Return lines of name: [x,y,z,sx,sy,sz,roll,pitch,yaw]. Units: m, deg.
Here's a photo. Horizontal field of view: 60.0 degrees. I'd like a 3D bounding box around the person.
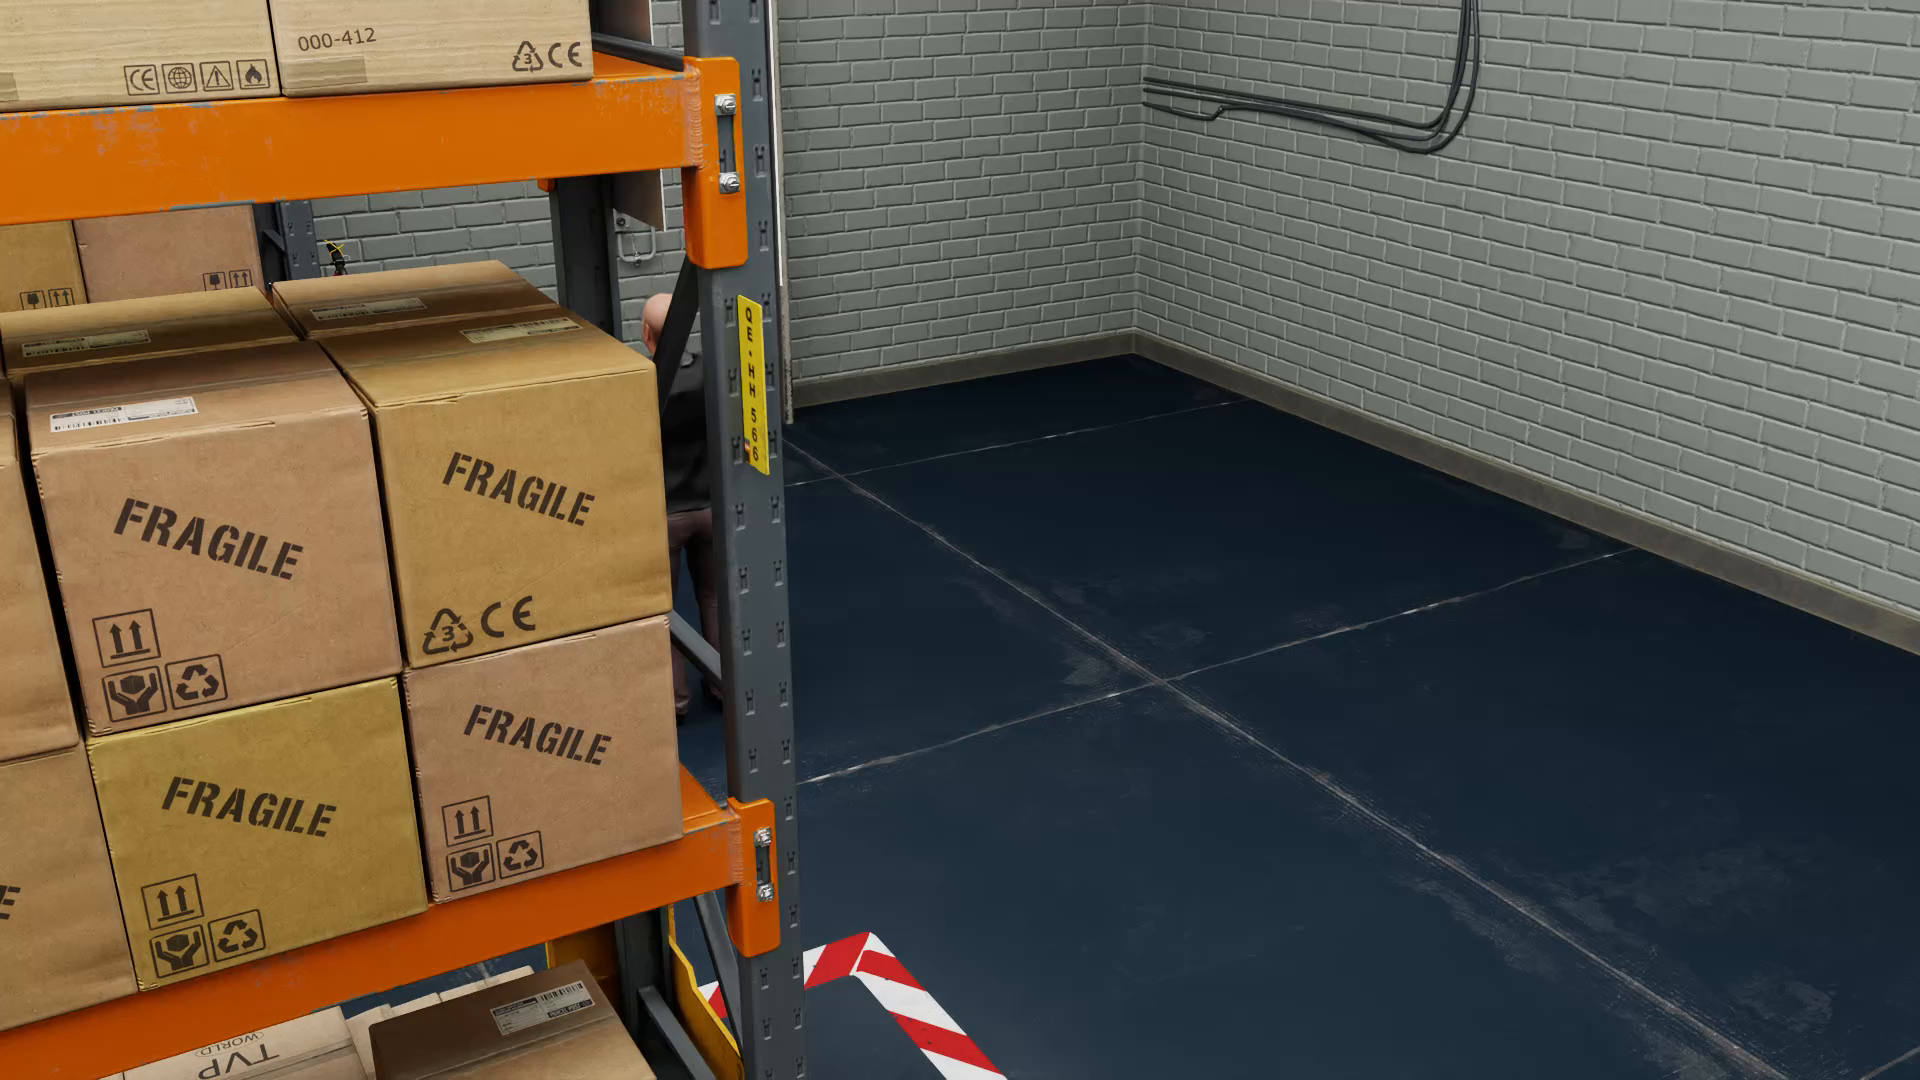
person: [-1.135,-0.138,6.476,0.495,1.718,0.547,-12,25,-28]
